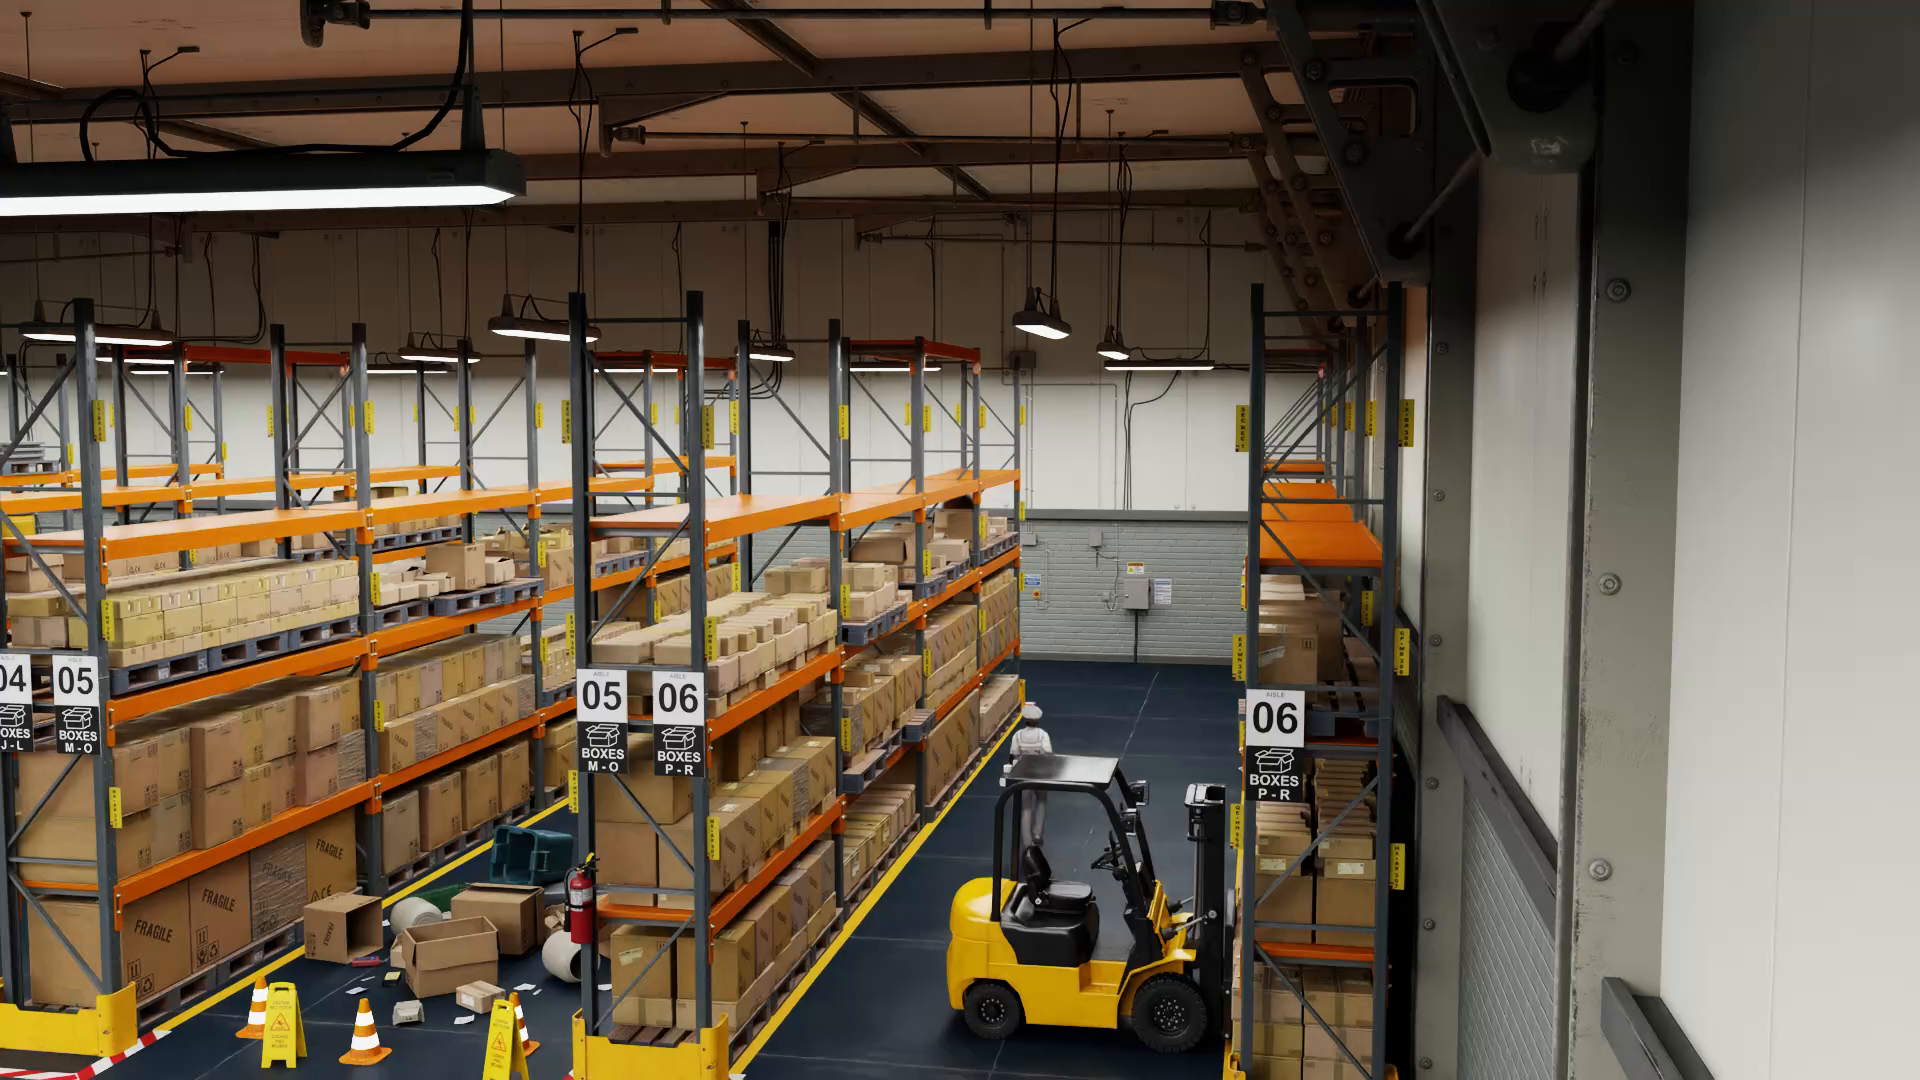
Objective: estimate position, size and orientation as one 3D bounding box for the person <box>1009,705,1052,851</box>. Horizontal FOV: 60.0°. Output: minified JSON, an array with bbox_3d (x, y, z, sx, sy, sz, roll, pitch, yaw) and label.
[{"bbox_3d":[0.847,2.808,19.457,0.561,1.727,0.721,1,5,8],"label":"person"}]
